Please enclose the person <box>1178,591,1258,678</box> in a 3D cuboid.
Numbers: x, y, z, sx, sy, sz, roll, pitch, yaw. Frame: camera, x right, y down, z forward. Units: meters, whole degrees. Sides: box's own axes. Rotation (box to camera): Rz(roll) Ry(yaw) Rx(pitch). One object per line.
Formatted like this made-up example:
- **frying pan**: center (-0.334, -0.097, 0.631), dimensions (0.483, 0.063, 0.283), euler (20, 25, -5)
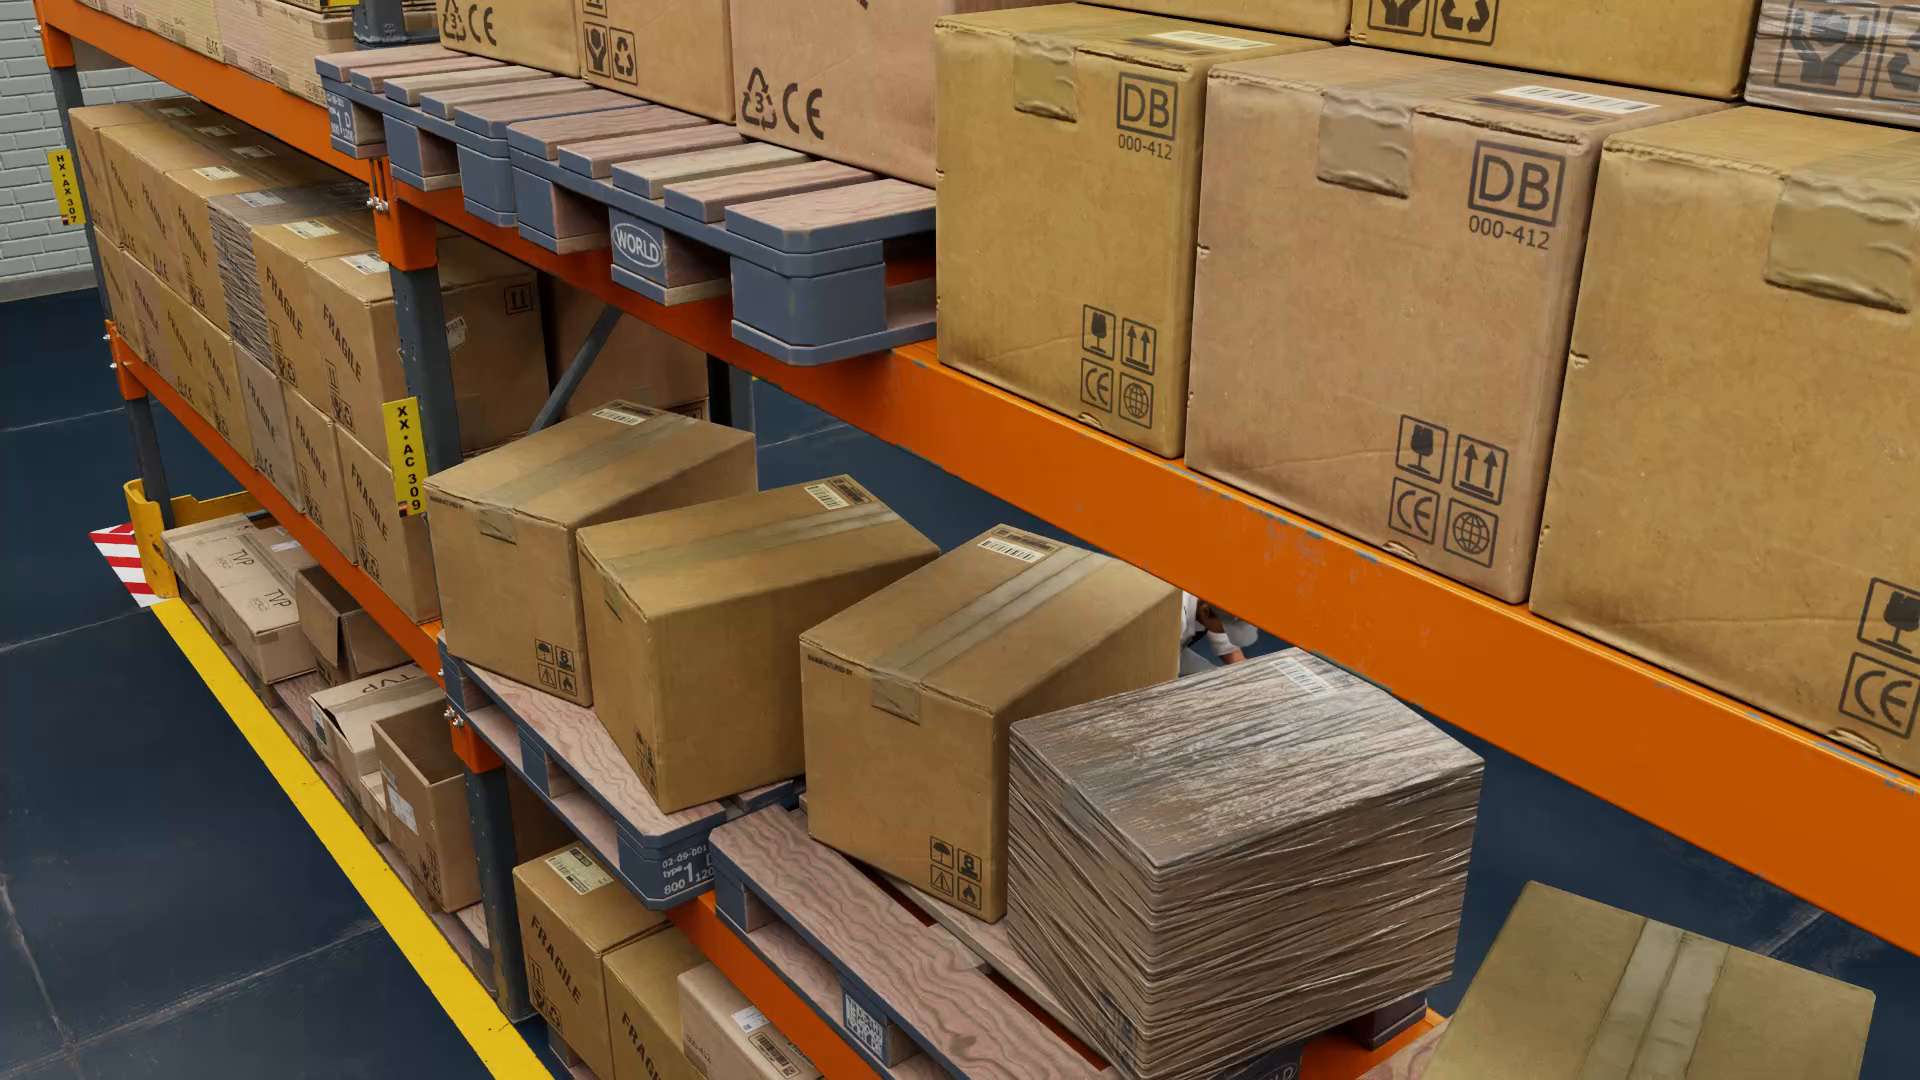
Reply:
- **person**: center (0.785, 0.479, 6.459), dimensions (0.527, 0.930, 0.861), euler (-18, 30, -34)
